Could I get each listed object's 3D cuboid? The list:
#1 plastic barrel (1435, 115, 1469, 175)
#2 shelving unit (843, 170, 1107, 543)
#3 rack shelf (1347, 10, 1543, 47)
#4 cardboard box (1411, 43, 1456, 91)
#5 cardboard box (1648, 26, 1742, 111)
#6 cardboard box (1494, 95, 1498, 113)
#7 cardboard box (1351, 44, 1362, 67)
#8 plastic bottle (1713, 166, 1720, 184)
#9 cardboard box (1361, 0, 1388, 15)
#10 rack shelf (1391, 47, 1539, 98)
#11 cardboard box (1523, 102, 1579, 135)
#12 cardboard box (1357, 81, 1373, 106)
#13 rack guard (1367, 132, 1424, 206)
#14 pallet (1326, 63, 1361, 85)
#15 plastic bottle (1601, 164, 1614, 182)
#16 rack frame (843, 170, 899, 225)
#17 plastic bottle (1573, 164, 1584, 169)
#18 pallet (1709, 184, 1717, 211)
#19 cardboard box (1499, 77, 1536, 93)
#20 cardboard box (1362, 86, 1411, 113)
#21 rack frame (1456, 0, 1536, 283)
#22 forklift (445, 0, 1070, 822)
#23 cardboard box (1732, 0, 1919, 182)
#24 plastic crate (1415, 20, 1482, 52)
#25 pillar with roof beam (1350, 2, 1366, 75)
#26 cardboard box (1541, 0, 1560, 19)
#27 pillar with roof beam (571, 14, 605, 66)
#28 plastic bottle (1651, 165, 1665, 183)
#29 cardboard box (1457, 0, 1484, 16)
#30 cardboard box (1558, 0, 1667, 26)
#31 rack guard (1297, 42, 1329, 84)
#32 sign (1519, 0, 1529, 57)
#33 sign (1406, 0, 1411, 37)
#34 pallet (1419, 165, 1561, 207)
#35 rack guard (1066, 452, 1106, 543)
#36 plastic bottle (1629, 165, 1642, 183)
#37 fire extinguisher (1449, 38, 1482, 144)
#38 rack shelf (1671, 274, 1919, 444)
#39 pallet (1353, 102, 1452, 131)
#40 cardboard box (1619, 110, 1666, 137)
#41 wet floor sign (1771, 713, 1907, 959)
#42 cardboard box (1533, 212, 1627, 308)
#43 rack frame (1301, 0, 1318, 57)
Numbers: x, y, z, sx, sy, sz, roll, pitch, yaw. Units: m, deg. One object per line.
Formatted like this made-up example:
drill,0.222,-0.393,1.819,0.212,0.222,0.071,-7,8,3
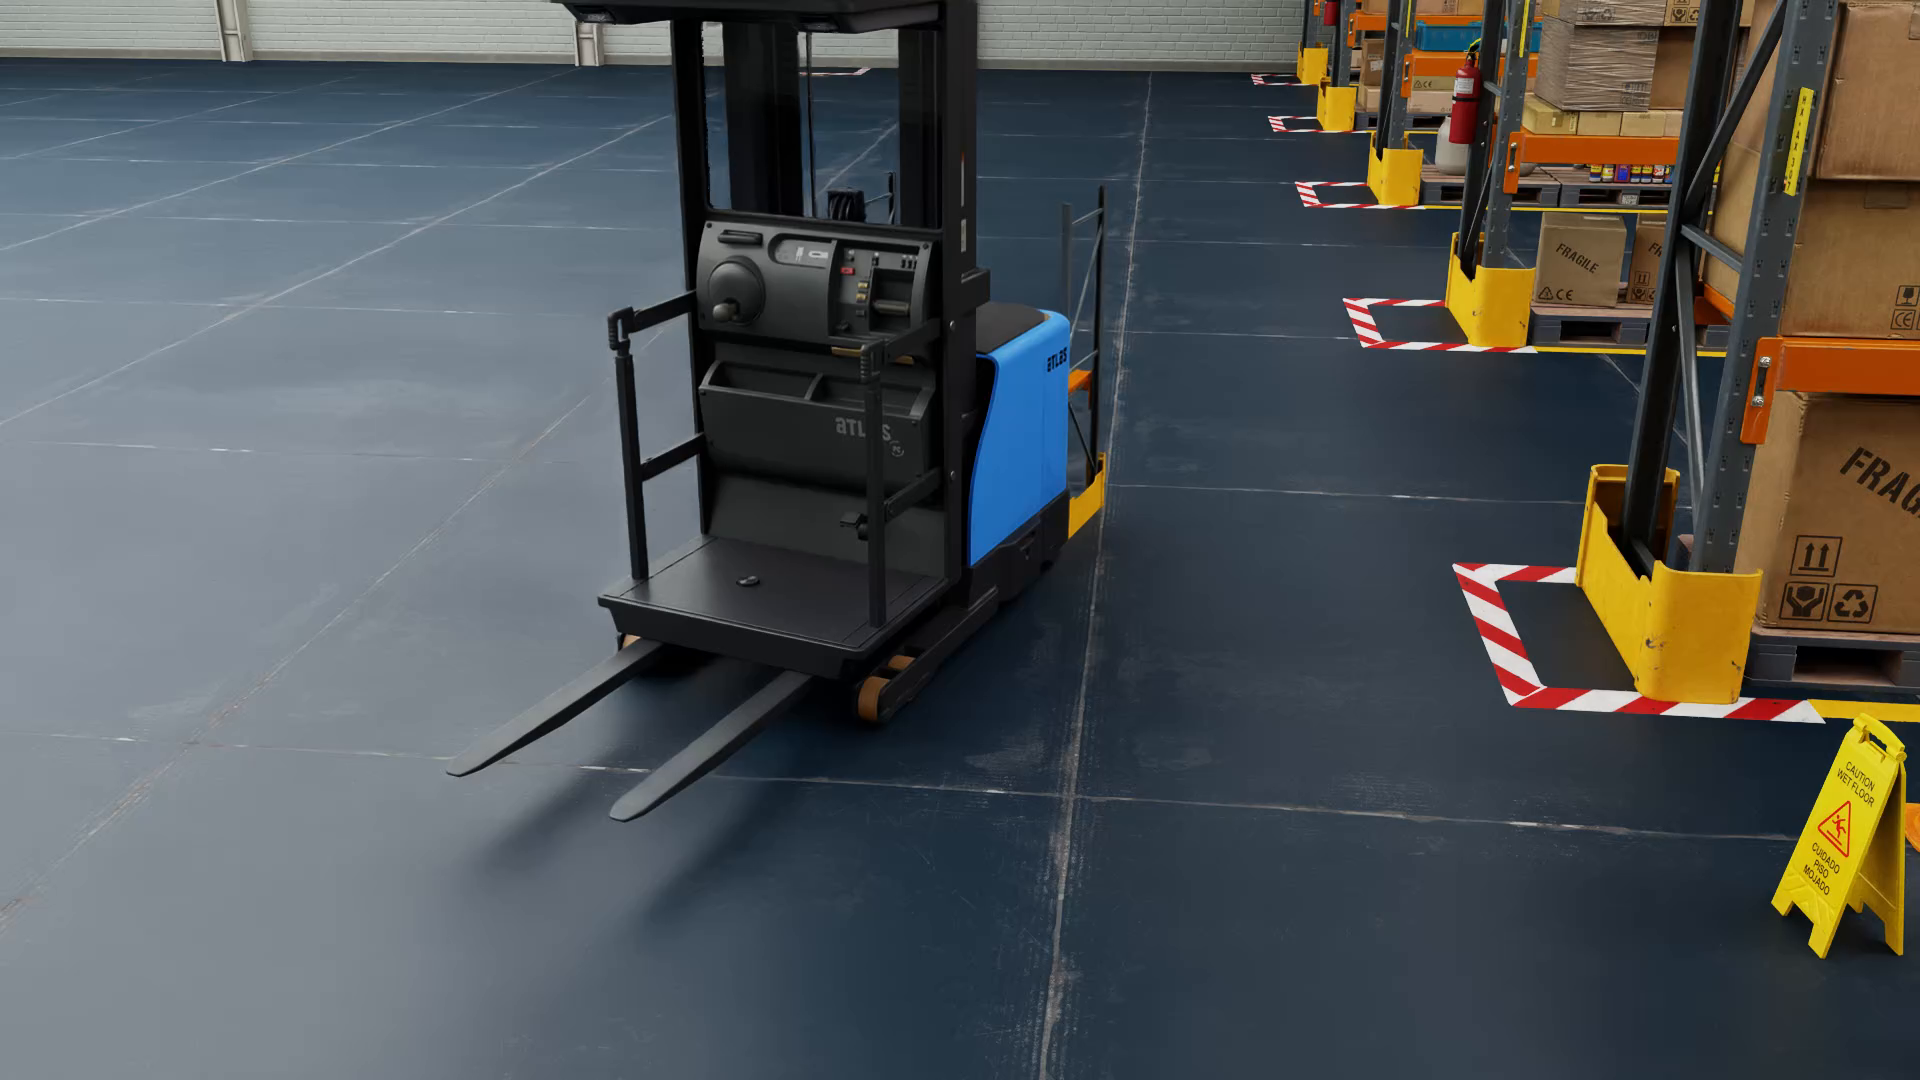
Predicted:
plastic barrel,4.651,-3.675,15.469,0.421,0.512,0.421,0,22,0
shelving unit,0.077,-0.850,7.550,1.083,1.500,0.587,9,23,22
rack shelf,6.562,-6.025,19.578,4.000,0.370,1.077,2,22,6
cardboard box,5.579,-5.586,19.638,0.500,0.500,0.500,2,22,6
cardboard box,4.460,-3.002,10.414,0.500,0.500,0.875,2,22,6
cardboard box,6.075,-5.216,19.722,0.500,0.250,0.500,2,22,6
cardboard box,5.831,-7.146,24.494,0.500,0.311,0.500,0,22,0
plastic bottle,6.776,-3.382,14.919,0.185,0.351,0.144,2,22,6
cardboard box,5.038,-6.467,19.583,0.500,0.500,0.700,3,22,6
rack shelf,5.975,-4.216,15.004,4.000,0.370,1.077,2,22,6
cardboard box,3.661,-2.613,10.311,0.250,0.149,0.380,2,22,6
cardboard box,5.143,-5.447,20.307,0.500,0.250,0.500,2,22,6
rack guard,4.070,-3.489,15.585,0.348,0.500,1.175,2,22,6
pallet,6.033,-6.906,24.622,1.213,0.211,1.003,2,22,6
plastic bottle,5.855,-3.344,15.026,0.097,0.201,0.097,0,22,0
rack frame,-0.398,-0.925,7.740,0.032,1.500,0.500,9,23,22
plastic bottle,5.864,-3.621,15.728,0.097,0.201,0.097,0,22,0
pallet,7.299,-3.212,15.277,1.213,0.211,1.003,2,22,6
cardboard box,6.571,-5.541,19.524,0.500,0.500,0.500,2,22,6
cardboard box,5.082,-5.258,19.828,0.500,0.250,0.500,2,22,6
rack frame,3.406,-2.829,10.516,0.127,3.000,1.000,2,22,6
forklift,-0.615,-0.902,5.734,1.130,2.935,3.031,10,24,24
cardboard box,3.086,-1.564,5.644,0.550,0.550,0.875,2,22,6
plastic crate,4.521,-4.656,15.339,0.616,0.251,0.499,2,22,6
pillar with roof beam,5.445,-9.758,19.883,0.400,9.000,9.100,2,22,6
cardboard box,3.981,-3.545,10.427,0.500,0.500,0.500,2,22,6
pillar with roof beam,-6.472,-10.277,21.196,0.400,9.000,9.100,2,22,6
plastic bottle,6.291,-3.325,14.978,0.097,0.201,0.097,0,22,0
cardboard box,6.052,-6.423,19.470,0.500,0.500,0.700,3,22,7
cardboard box,3.920,-3.356,9.947,0.500,0.500,0.500,2,22,6
rack guard,5.230,-7.089,24.691,0.348,0.500,1.175,2,22,6
sign,3.342,-3.034,9.856,0.005,0.325,0.100,2,22,6
sign,3.920,-4.566,14.532,0.005,0.325,0.100,2,22,6
pallet,4.876,-3.318,15.544,1.213,0.211,1.003,2,22,6
rack guard,0.534,-0.196,7.597,0.087,0.250,0.587,9,23,22
plastic bottle,6.093,-3.366,14.987,0.097,0.271,0.097,0,22,0
fire extinguisher,3.347,-2.966,10.968,0.183,0.674,0.296,2,22,6
rack shelf,4.708,-0.602,5.860,4.000,0.370,1.077,2,22,6
pallet,5.340,-5.131,20.132,1.213,0.211,1.003,2,22,6
cardboard box,4.153,-2.579,10.225,0.250,0.149,0.380,2,22,6
wet floor sign,2.460,0.794,4.554,0.232,0.644,0.267,-1,22,-3
cardboard box,4.024,-1.829,10.815,0.500,0.500,0.500,7,23,16
rack frame,5.155,-8.255,24.239,0.127,3.000,1.000,2,22,6
